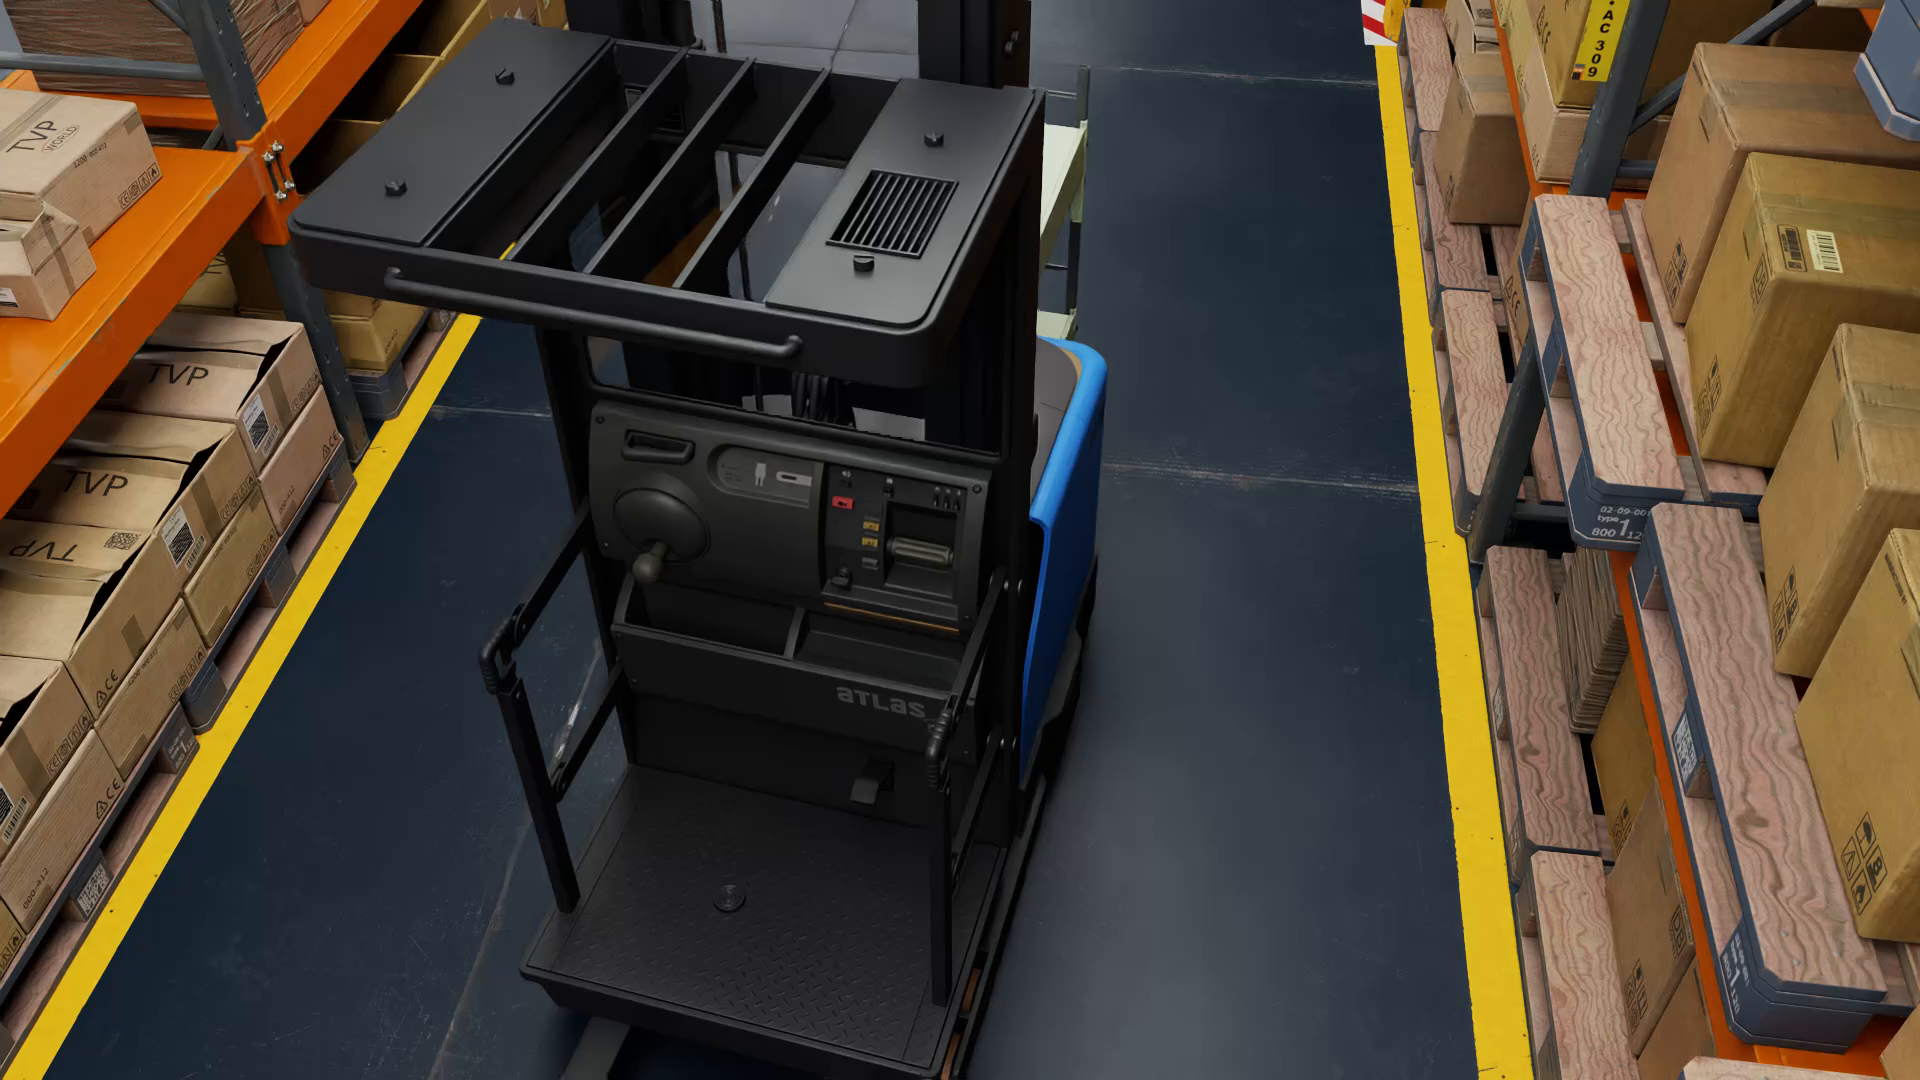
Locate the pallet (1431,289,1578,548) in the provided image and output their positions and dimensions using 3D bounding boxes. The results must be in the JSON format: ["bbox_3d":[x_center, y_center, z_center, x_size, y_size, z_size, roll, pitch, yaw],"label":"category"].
[{"bbox_3d":[2.292,-0.448,6.070,1.003,0.211,1.213,5,44,6],"label":"pallet"}]

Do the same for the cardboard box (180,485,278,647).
[{"bbox_3d":[-2.509,0.052,5.208,0.500,0.250,0.500,5,44,5],"label":"cardboard box"}]

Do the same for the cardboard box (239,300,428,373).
[{"bbox_3d":[-2.311,-0.890,6.203,0.500,0.250,0.500,5,44,6],"label":"cardboard box"}]

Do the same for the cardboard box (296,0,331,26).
[{"bbox_3d":[-2.557,-2.147,5.763,0.700,0.500,0.500,5,44,5],"label":"cardboard box"}]

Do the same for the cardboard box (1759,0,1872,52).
[{"bbox_3d":[2.507,-1.526,4.729,0.500,0.500,0.500,4,44,5],"label":"cardboard box"}]

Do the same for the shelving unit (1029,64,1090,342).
[{"bbox_3d":[0.112,-0.698,5.396,0.431,1.500,0.755,10,44,11],"label":"shelving unit"}]

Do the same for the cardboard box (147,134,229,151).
[{"bbox_3d":[-2.750,-1.549,6.354,0.500,0.500,0.500,5,44,6],"label":"cardboard box"}]

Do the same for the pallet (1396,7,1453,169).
[{"bbox_3d":[2.614,-2.111,7.826,1.003,0.211,1.213,5,44,6],"label":"pallet"}]

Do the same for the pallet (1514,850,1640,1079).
[{"bbox_3d":[1.978,1.377,4.142,1.003,0.211,1.213,5,44,6],"label":"pallet"}]

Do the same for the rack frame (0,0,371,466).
[{"bbox_3d":[-2.673,-1.447,5.097,1.000,3.000,0.127,5,44,6],"label":"rack frame"}]

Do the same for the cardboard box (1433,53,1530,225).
[{"bbox_3d":[2.364,-1.630,6.788,0.700,0.500,0.500,3,44,3],"label":"cardboard box"}]

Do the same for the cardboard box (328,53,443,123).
[{"bbox_3d":[-2.243,-1.503,6.304,0.500,0.500,0.500,5,44,6],"label":"cardboard box"}]

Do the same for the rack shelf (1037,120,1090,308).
[{"bbox_3d":[0.112,-0.981,5.128,0.431,0.370,0.720,10,44,11],"label":"rack shelf"}]

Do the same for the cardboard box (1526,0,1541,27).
[{"bbox_3d":[2.054,-1.916,5.141,0.500,0.500,0.500,5,44,5],"label":"cardboard box"}]

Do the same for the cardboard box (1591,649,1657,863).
[{"bbox_3d":[2.139,0.608,4.424,0.700,0.500,0.500,4,44,5],"label":"cardboard box"}]

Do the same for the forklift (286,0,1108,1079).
[{"bbox_3d":[-0.449,0.042,3.574,1.130,2.935,3.031,11,45,11],"label":"forklift"}]

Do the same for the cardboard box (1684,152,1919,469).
[{"bbox_3d":[2.056,-0.472,3.674,0.700,0.500,0.500,9,44,10],"label":"cardboard box"}]

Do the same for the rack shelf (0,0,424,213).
[{"bbox_3d":[-2.408,-2.549,6.784,1.077,0.370,4.000,5,44,6],"label":"rack shelf"}]

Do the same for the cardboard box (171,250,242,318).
[{"bbox_3d":[-2.828,-0.937,6.253,0.500,0.250,0.500,5,44,6],"label":"cardboard box"}]

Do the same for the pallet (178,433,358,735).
[{"bbox_3d":[-2.731,0.071,5.522,1.003,0.211,1.213,5,44,6],"label":"pallet"}]

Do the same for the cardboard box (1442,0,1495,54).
[{"bbox_3d":[2.586,-2.446,7.787,0.500,0.311,0.500,1,43,1],"label":"cardboard box"}]

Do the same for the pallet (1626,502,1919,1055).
[{"bbox_3d":[1.930,0.443,3.240,1.003,0.211,1.213,5,44,6],"label":"pallet"}]

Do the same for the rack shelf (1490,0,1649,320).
[{"bbox_3d":[2.502,-2.101,6.311,1.077,0.370,4.000,5,44,6],"label":"rack shelf"}]

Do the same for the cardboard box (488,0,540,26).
[{"bbox_3d":[-2.105,-2.184,7.024,0.500,0.500,0.500,5,44,6],"label":"cardboard box"}]

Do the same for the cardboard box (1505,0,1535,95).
[{"bbox_3d":[2.074,-1.642,5.397,0.500,0.250,0.500,5,44,6],"label":"cardboard box"}]

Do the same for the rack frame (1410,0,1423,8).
[{"bbox_3d":[2.767,-3.726,7.503,1.000,3.000,0.127,5,44,6],"label":"rack frame"}]

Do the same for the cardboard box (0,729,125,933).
[{"bbox_3d":[-2.645,0.748,4.473,0.500,0.250,0.500,6,44,6],"label":"cardboard box"}]

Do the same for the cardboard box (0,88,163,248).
[{"bbox_3d":[-2.694,-1.053,4.790,0.500,0.250,0.500,8,44,8],"label":"cardboard box"}]

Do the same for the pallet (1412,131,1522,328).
[{"bbox_3d":[2.451,-1.282,6.950,1.003,0.211,1.213,5,44,6],"label":"pallet"}]

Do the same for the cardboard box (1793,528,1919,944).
[{"bbox_3d":[1.904,0.358,2.798,0.700,0.500,0.500,5,44,6],"label":"cardboard box"}]

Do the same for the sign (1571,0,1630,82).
[{"bbox_3d":[1.699,-1.358,4.373,0.100,0.325,0.005,5,44,6],"label":"sign"}]

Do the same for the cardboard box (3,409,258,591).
[{"bbox_3d":[-2.505,-0.148,5.011,0.500,0.311,0.500,6,44,7],"label":"cardboard box"}]

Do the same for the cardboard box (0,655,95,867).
[{"bbox_3d":[-2.643,0.534,4.291,0.500,0.311,0.500,5,44,5],"label":"cardboard box"}]

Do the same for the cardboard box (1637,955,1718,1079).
[{"bbox_3d":[1.974,1.297,3.696,0.700,0.500,0.500,5,44,5],"label":"cardboard box"}]
